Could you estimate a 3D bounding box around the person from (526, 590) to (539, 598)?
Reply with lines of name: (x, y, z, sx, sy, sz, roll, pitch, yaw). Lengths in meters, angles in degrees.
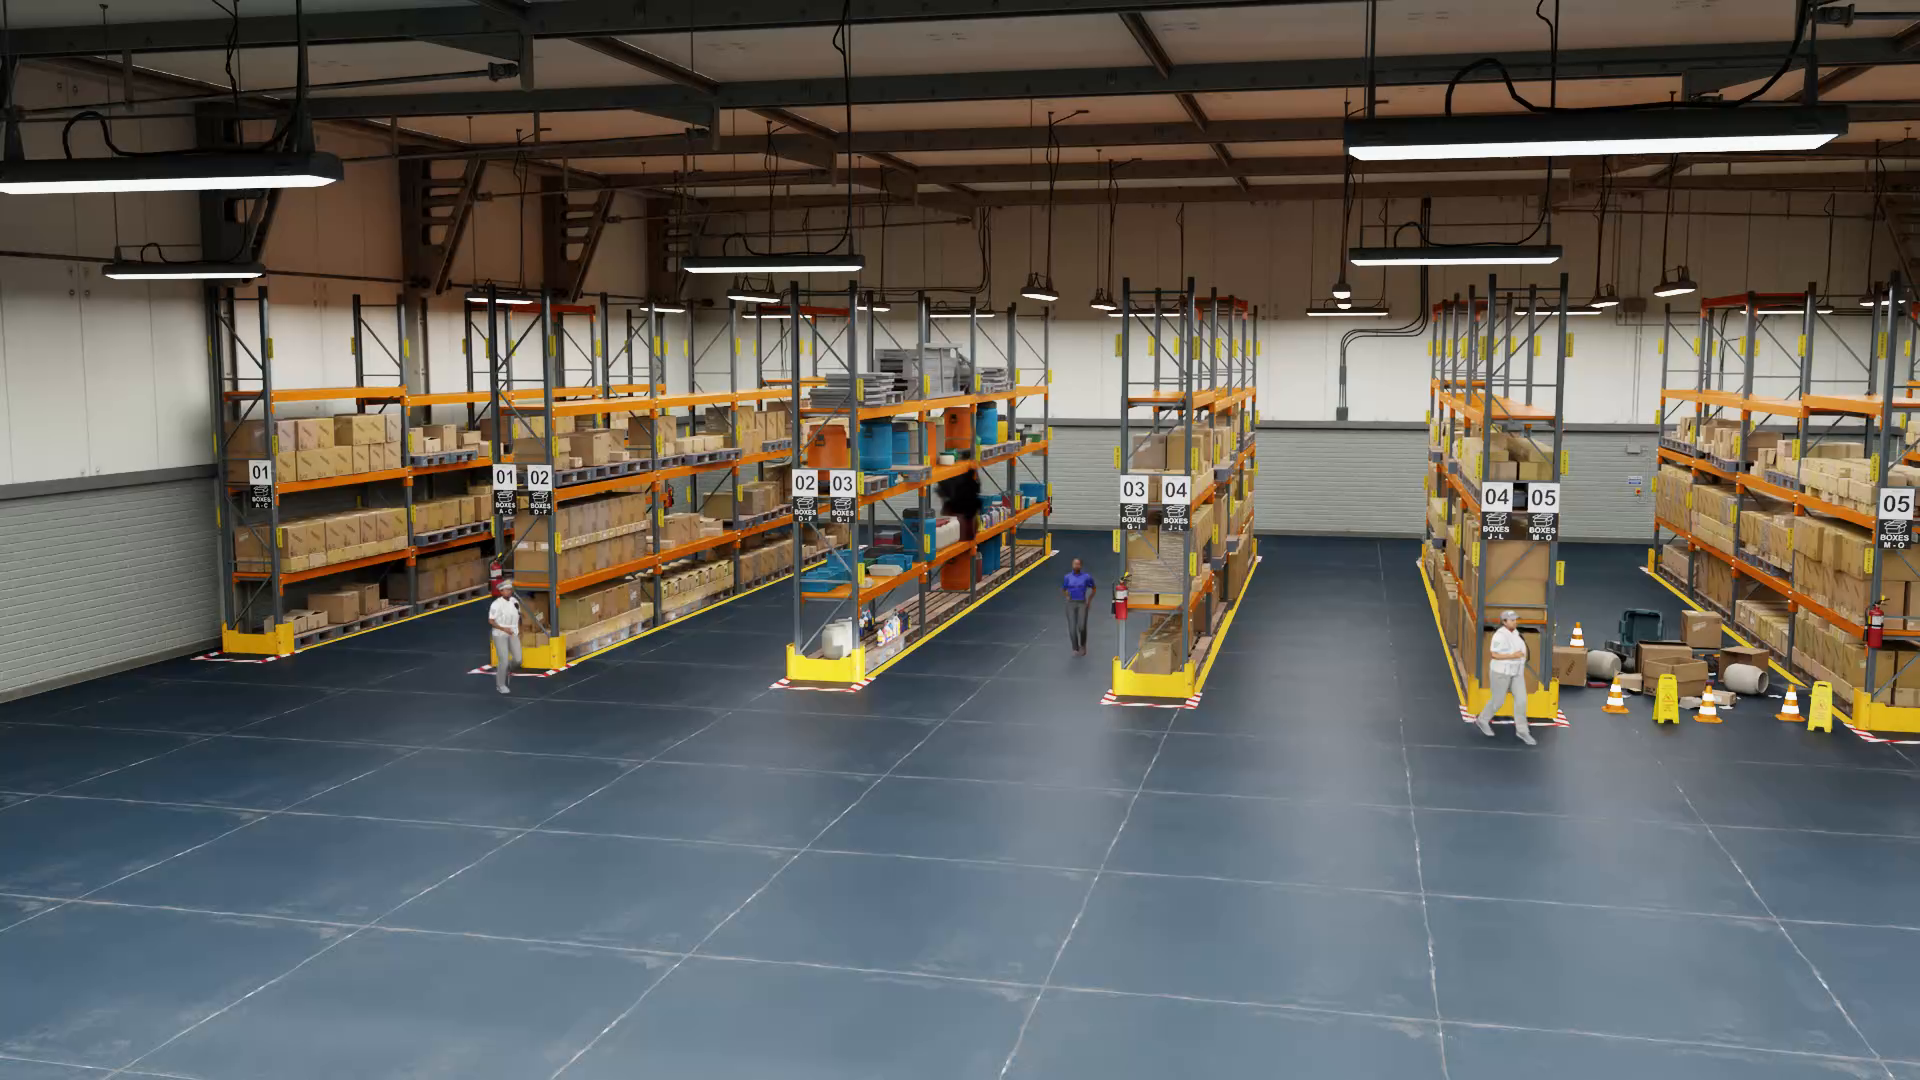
person: (-7.839, 0.673, 30.640, 0.606, 1.662, 0.923, 0, 7, 0)

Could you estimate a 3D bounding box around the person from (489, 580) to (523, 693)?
person: (-6.585, 1.401, 24.309, 0.563, 1.661, 0.617, 6, 9, 42)

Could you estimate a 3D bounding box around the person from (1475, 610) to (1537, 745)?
person: (6.981, 1.729, 21.251, 0.605, 1.689, 0.831, -4, 8, -31)

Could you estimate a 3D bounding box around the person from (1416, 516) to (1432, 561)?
person: (11.256, -0.339, 39.178, 0.915, 1.801, 0.746, 1, 7, 5)

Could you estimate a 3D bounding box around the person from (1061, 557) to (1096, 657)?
person: (1.897, 1.099, 26.875, 0.563, 1.617, 0.571, 1, 7, 10)
